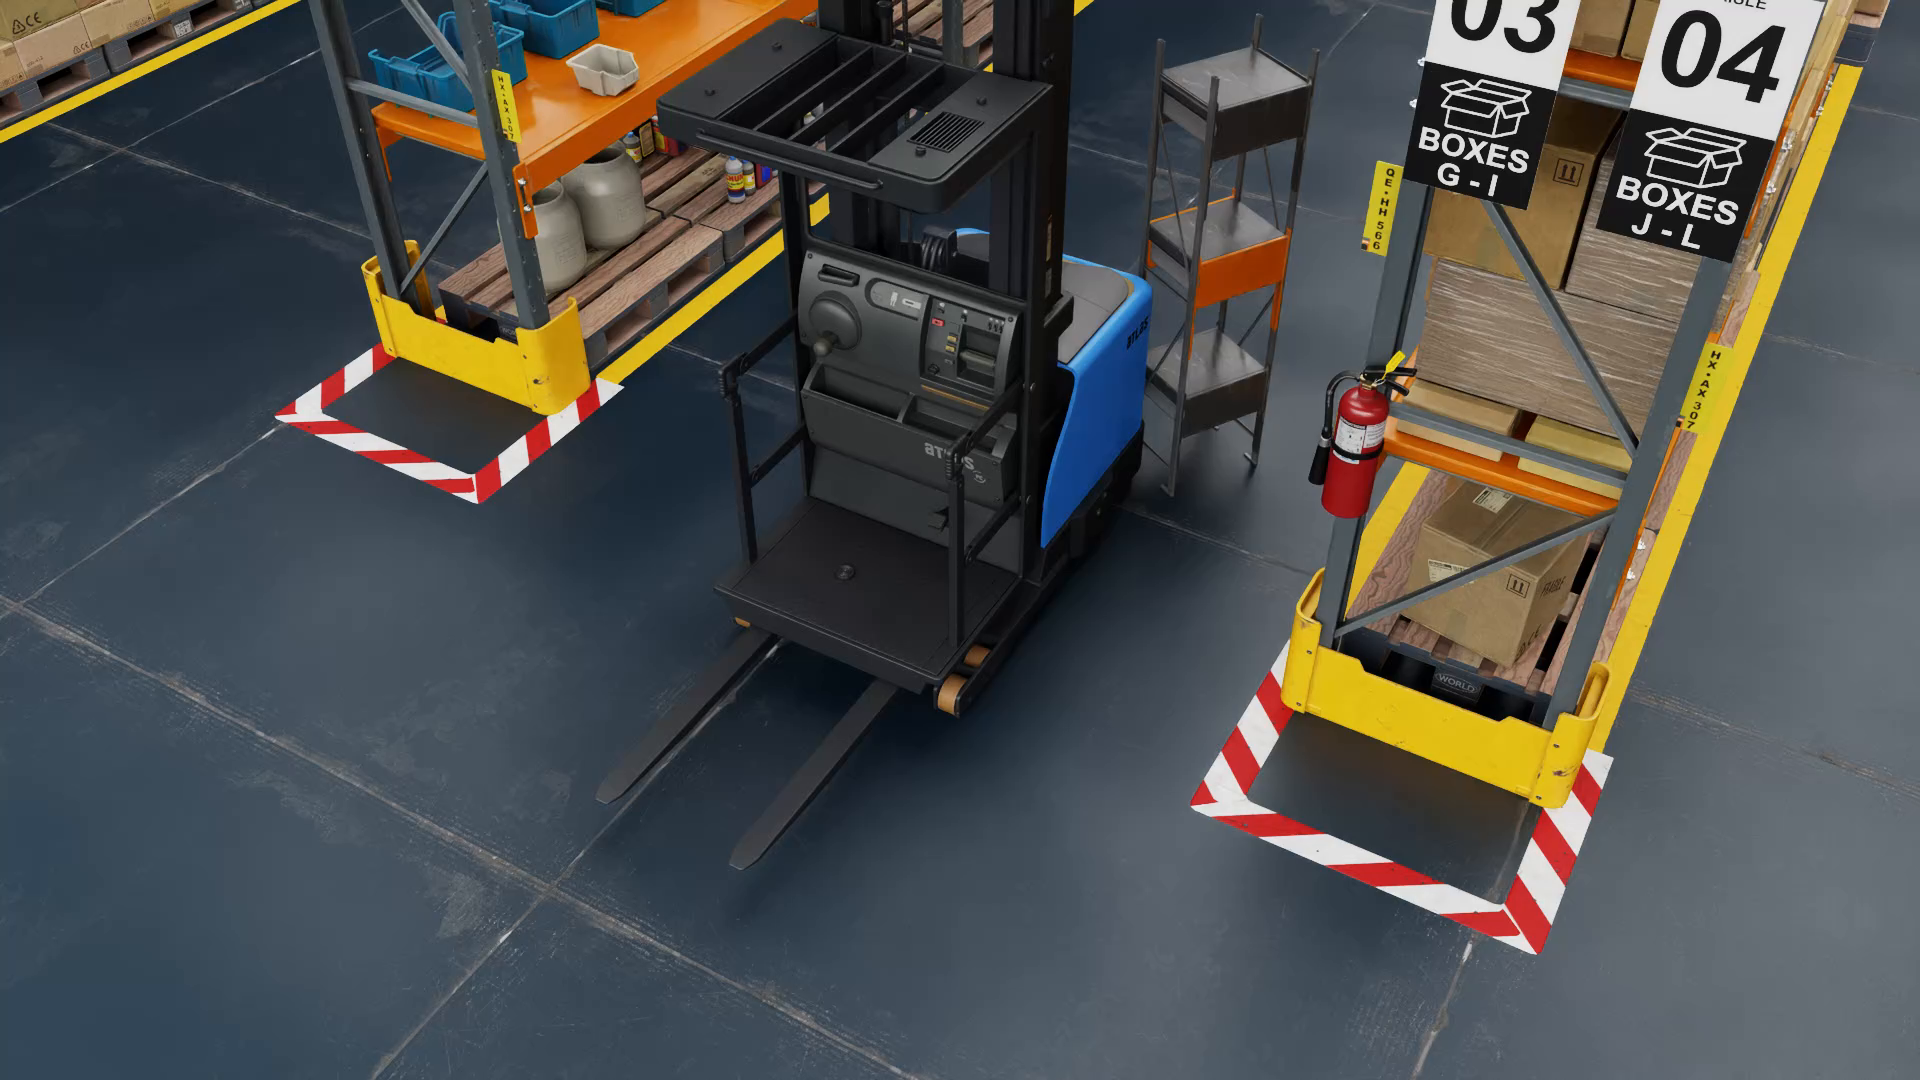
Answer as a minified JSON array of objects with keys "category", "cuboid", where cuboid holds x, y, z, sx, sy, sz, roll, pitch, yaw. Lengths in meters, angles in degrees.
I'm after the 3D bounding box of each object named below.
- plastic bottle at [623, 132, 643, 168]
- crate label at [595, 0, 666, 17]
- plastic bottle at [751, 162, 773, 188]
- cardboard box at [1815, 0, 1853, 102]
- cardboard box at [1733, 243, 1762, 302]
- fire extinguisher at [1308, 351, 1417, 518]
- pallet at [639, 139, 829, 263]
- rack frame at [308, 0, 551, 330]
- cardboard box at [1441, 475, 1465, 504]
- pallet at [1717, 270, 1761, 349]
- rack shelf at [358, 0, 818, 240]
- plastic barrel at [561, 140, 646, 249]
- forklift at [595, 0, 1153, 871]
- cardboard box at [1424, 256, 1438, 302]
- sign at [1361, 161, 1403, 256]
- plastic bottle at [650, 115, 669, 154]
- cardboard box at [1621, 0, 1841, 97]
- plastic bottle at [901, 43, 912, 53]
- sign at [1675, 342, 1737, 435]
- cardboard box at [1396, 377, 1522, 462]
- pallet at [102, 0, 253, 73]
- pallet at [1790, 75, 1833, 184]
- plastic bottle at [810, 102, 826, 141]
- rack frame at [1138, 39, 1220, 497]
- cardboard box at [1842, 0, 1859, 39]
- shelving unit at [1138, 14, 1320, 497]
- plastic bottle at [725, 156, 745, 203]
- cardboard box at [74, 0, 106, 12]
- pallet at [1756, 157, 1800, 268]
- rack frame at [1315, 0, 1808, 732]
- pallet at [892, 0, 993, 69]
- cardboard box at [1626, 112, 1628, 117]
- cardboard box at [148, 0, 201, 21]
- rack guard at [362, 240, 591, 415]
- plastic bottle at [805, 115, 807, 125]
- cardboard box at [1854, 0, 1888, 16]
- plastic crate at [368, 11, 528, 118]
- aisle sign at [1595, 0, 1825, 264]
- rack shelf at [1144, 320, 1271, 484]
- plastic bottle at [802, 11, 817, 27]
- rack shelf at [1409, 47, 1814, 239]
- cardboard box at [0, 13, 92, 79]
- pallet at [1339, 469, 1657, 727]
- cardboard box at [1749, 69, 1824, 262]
[{"category":"plastic bottle","cuboid":[-1.903,-2.273,9.661,0.097,0.201,0.097,0,41,0]},{"category":"crate label","cuboid":[-1.755,-3.118,8.810,0.502,0.435,0.616,21,45,22]},{"category":"plastic bottle","cuboid":[-1.136,-2.166,9.478,0.061,0.283,0.133,22,46,23]},{"category":"cardboard box","cuboid":[3.108,-1.932,6.432,0.500,0.500,0.500,21,45,22]},{"category":"cardboard box","cuboid":[3.030,-1.140,6.781,0.380,0.149,0.250,21,45,22]},{"category":"fire extinguisher","cuboid":[1.390,-0.382,5.788,0.296,0.674,0.183,21,45,22]},{"category":"pallet","cuboid":[-1.422,-2.133,9.828,1.003,0.211,1.213,21,45,22]},{"category":"rack frame","cuboid":[-2.442,-1.962,7.524,1.000,3.000,0.127,21,45,22]},{"category":"cardboard box","cuboid":[2.443,-0.249,7.152,0.500,0.500,0.500,-33,51,-32]},{"category":"pallet","cuboid":[3.542,-1.170,8.735,1.003,0.211,1.213,21,45,22]},{"category":"rack shelf","cuboid":[-1.441,-2.837,9.061,1.077,0.370,4.000,21,45,22]},{"category":"plastic barrel","cuboid":[-1.928,-1.875,8.989,0.421,0.512,0.421,0,41,0]},{"category":"forklift","cuboid":[-0.312,-0.739,6.186,1.130,2.935,3.031,21,45,22]},{"category":"cardboard box","cuboid":[2.292,-1.105,6.250,0.875,0.500,0.500,21,45,22]},{"category":"sign","cuboid":[1.376,-1.072,5.398,0.100,0.325,0.005,21,45,22]},{"category":"plastic bottle","cuboid":[-1.753,-2.436,9.790,0.152,0.276,0.135,21,46,22]},{"category":"cardboard box","cuboid":[2.311,-1.584,4.938,0.500,0.250,0.500,22,46,23]},{"category":"plastic bottle","cuboid":[-0.352,-3.055,10.550,0.097,0.201,0.097,0,41,0]},{"category":"sign","cuboid":[2.316,-0.470,5.174,0.100,0.325,0.005,21,45,22]},{"category":"cardboard box","cuboid":[1.810,-0.461,6.010,0.380,0.149,0.250,21,45,22]},{"category":"pallet","cuboid":[-5.771,-3.703,11.610,1.003,0.211,1.213,21,45,22]},{"category":"pallet","cuboid":[4.846,-2.713,10.487,1.003,0.211,1.213,21,45,22]},{"category":"plastic bottle","cuboid":[-0.856,-2.544,9.912,0.152,0.276,0.135,22,46,23]},{"category":"rack frame","cuboid":[0.897,-1.105,7.232,0.015,2.100,0.400,-20,45,-22]},{"category":"cardboard box","cuboid":[3.612,-2.502,7.080,0.500,0.500,0.500,21,45,22]},{"category":"shelving unit","cuboid":[1.110,-1.185,7.322,0.503,2.100,0.431,-20,45,-22]},{"category":"plastic bottle","cuboid":[-1.265,-2.038,9.341,0.097,0.271,0.097,0,41,0]},{"category":"cardboard box","cuboid":[-5.780,-3.820,10.829,0.500,0.500,0.500,21,45,22]},{"category":"pallet","cuboid":[4.236,-2.012,9.691,1.003,0.211,1.213,21,45,22]},{"category":"rack frame","cuboid":[1.846,-0.324,5.664,1.000,3.000,0.127,21,45,22]},{"category":"pallet","cuboid":[-0.081,-3.667,11.569,1.003,0.211,1.213,21,45,22]},{"category":"cardboard box","cuboid":[2.153,-1.533,5.979,0.500,0.500,0.500,21,45,22]},{"category":"cardboard box","cuboid":[-5.516,-3.819,11.395,0.500,0.250,0.500,21,45,22]},{"category":"rack guard","cuboid":[-2.445,-1.083,8.417,1.175,0.500,0.348,21,45,22]},{"category":"plastic bottle","cuboid":[-0.942,-2.407,9.761,0.097,0.271,0.097,0,41,0]},{"category":"cardboard box","cuboid":[4.367,-3.404,8.390,1.000,1.000,1.000,21,46,22]},{"category":"plastic crate","cuboid":[-2.451,-2.292,8.011,0.499,0.251,0.616,21,45,22]},{"category":"aisle sign","cuboid":[2.075,-1.165,4.652,0.394,0.787,0.004,21,45,22]},{"category":"rack shelf","cuboid":[1.110,-0.649,7.794,0.480,0.518,0.431,-20,45,-22]},{"category":"plastic bottle","cuboid":[-0.979,-3.355,10.837,0.097,0.271,0.097,0,41,0]},{"category":"rack shelf","cuboid":[2.847,-2.324,6.210,1.077,0.370,4.000,21,45,22]},{"category":"cardboard box","cuboid":[-6.021,-3.249,10.748,0.500,0.250,0.500,21,45,22]},{"category":"pallet","cuboid":[2.321,0.226,7.149,1.003,0.211,1.213,21,45,22]},{"category":"cardboard box","cuboid":[2.614,-1.357,5.779,0.500,0.500,0.500,21,45,22]}]
